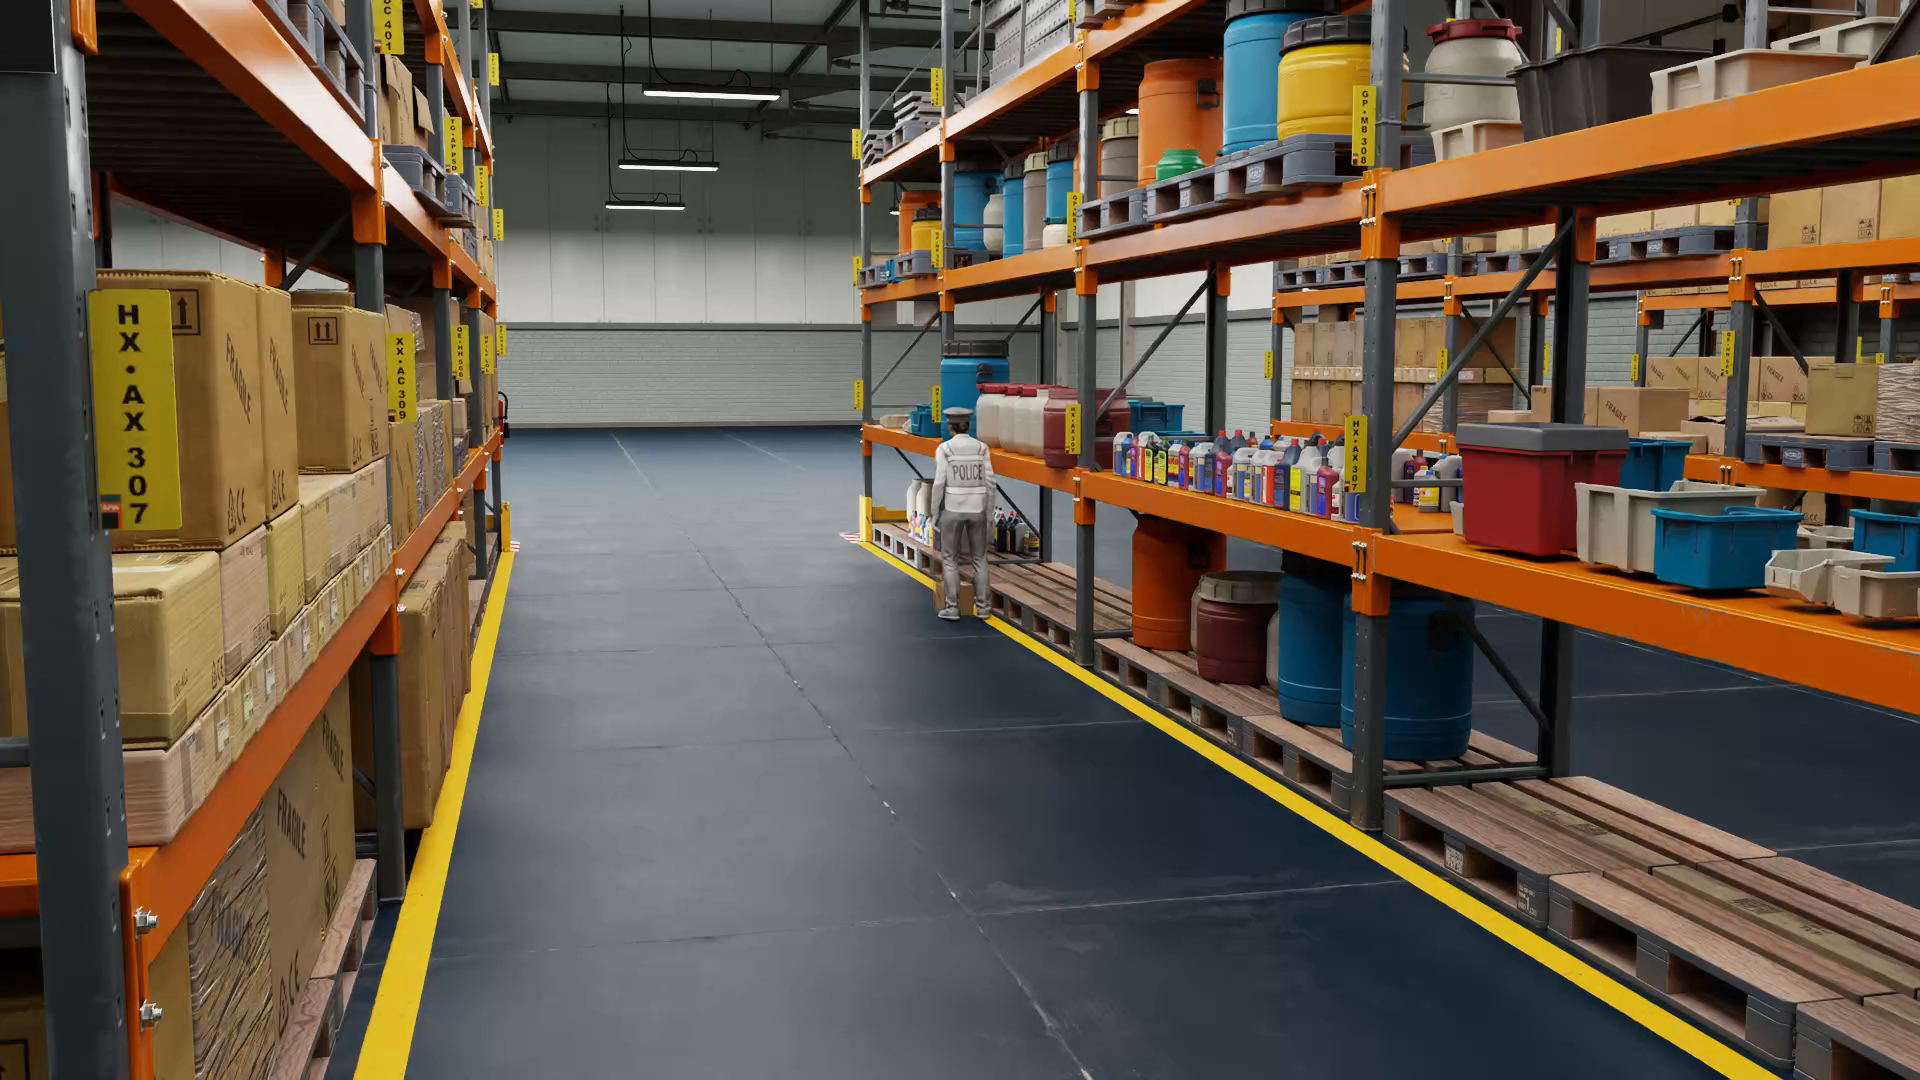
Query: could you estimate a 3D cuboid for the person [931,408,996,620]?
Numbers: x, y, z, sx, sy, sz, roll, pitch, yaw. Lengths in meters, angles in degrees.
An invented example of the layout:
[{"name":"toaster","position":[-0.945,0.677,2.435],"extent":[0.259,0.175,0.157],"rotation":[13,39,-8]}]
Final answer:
[{"name":"person","position":[0.022,-0.203,13.026],"extent":[0.525,1.662,0.374],"rotation":[-2,6,-16]}]
